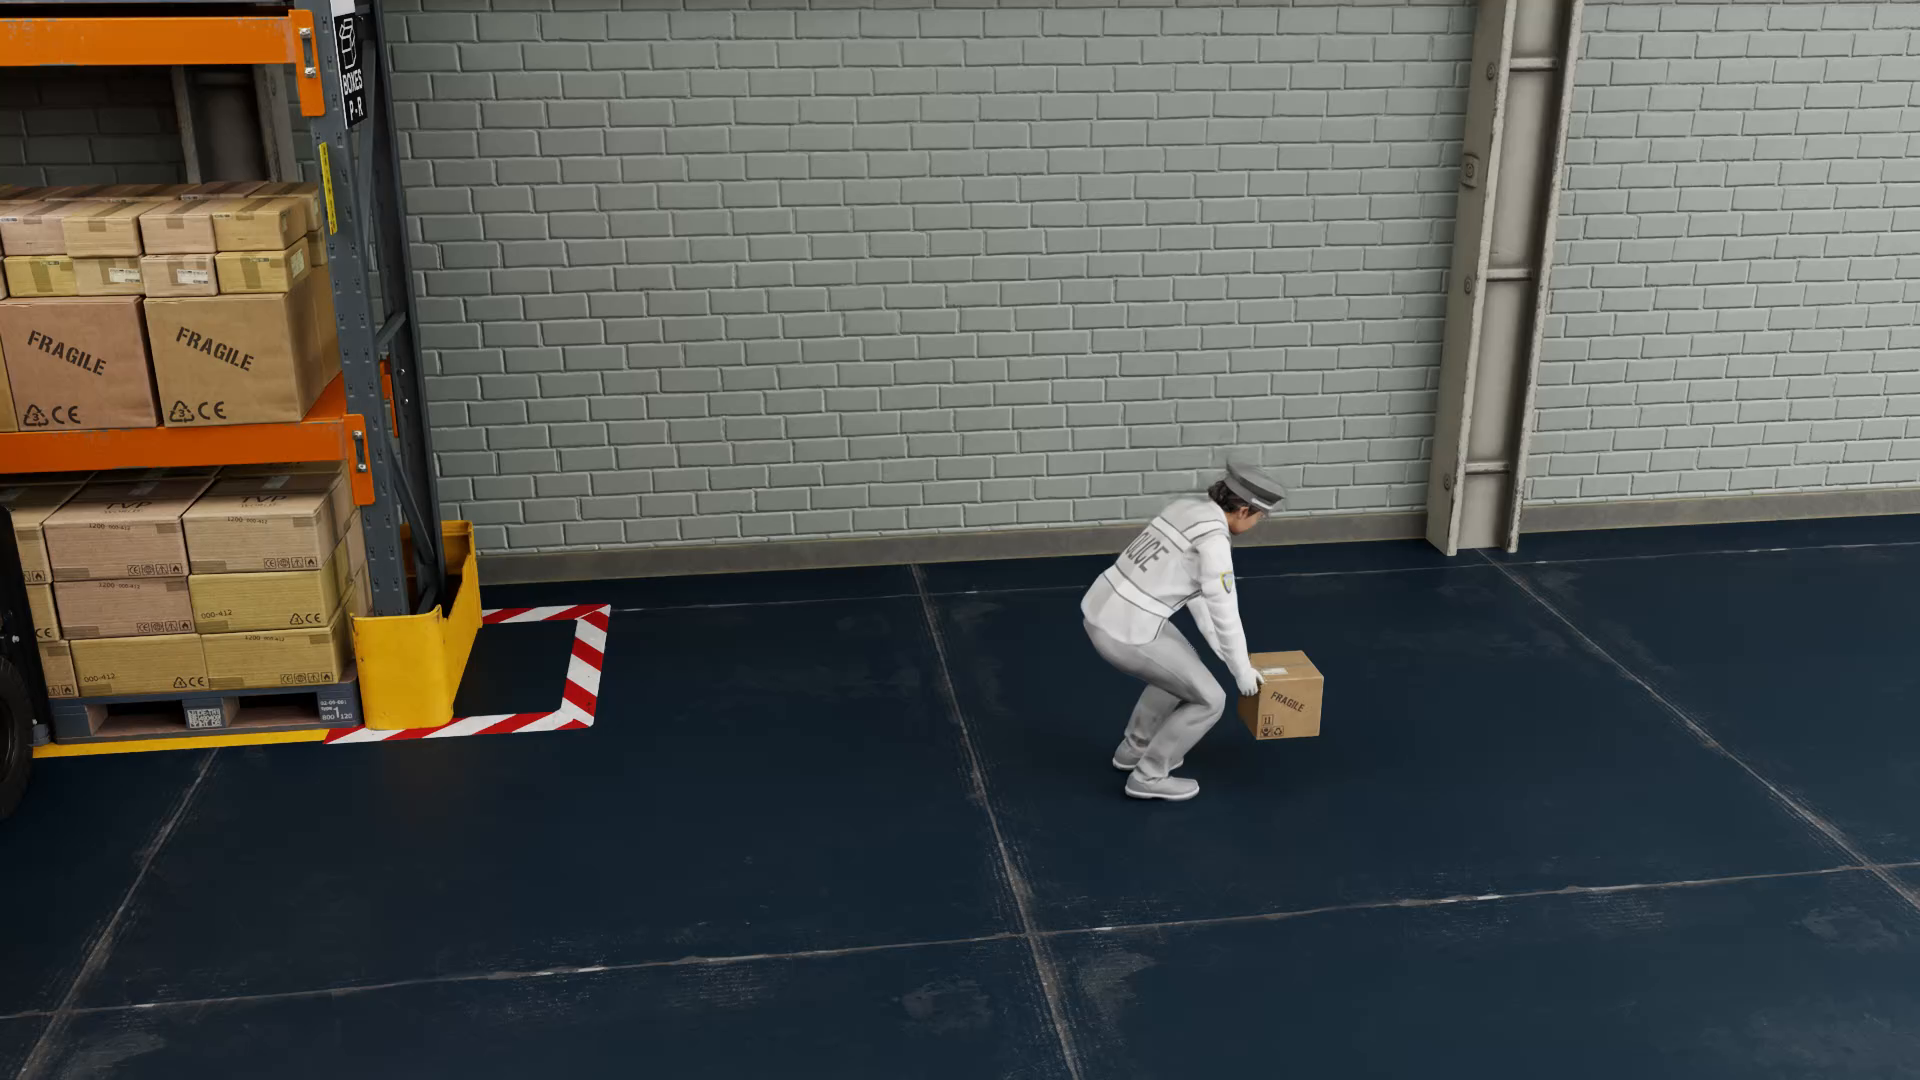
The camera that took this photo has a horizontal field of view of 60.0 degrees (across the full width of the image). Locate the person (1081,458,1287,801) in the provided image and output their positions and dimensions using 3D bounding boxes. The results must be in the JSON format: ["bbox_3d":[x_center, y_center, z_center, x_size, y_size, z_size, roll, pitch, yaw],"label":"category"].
[{"bbox_3d":[0.831,0.322,6.282,0.761,1.266,0.532,-3,20,-8],"label":"person"}]
